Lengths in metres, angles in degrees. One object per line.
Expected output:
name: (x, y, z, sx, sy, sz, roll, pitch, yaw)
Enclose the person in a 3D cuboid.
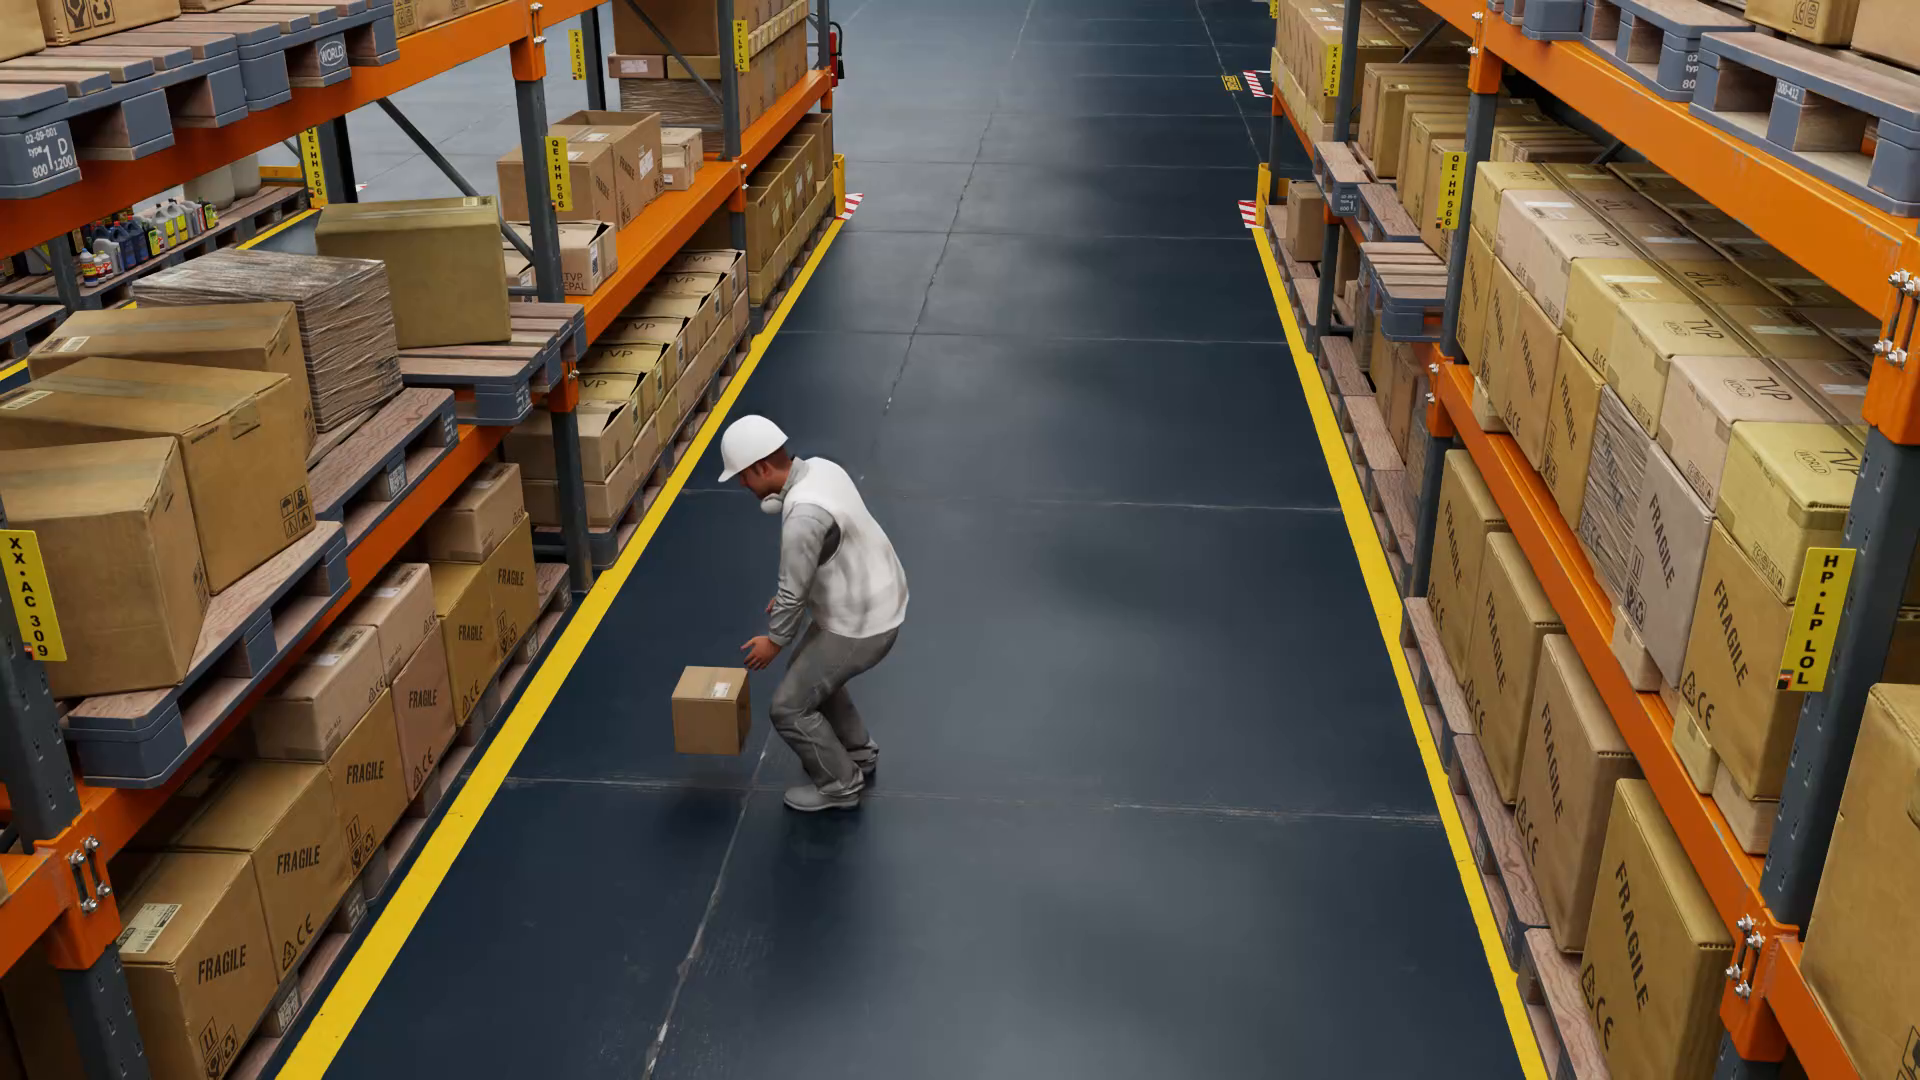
person: (-0.533, 0.279, 6.225, 0.671, 1.560, 0.588, 2, 24, 5)
